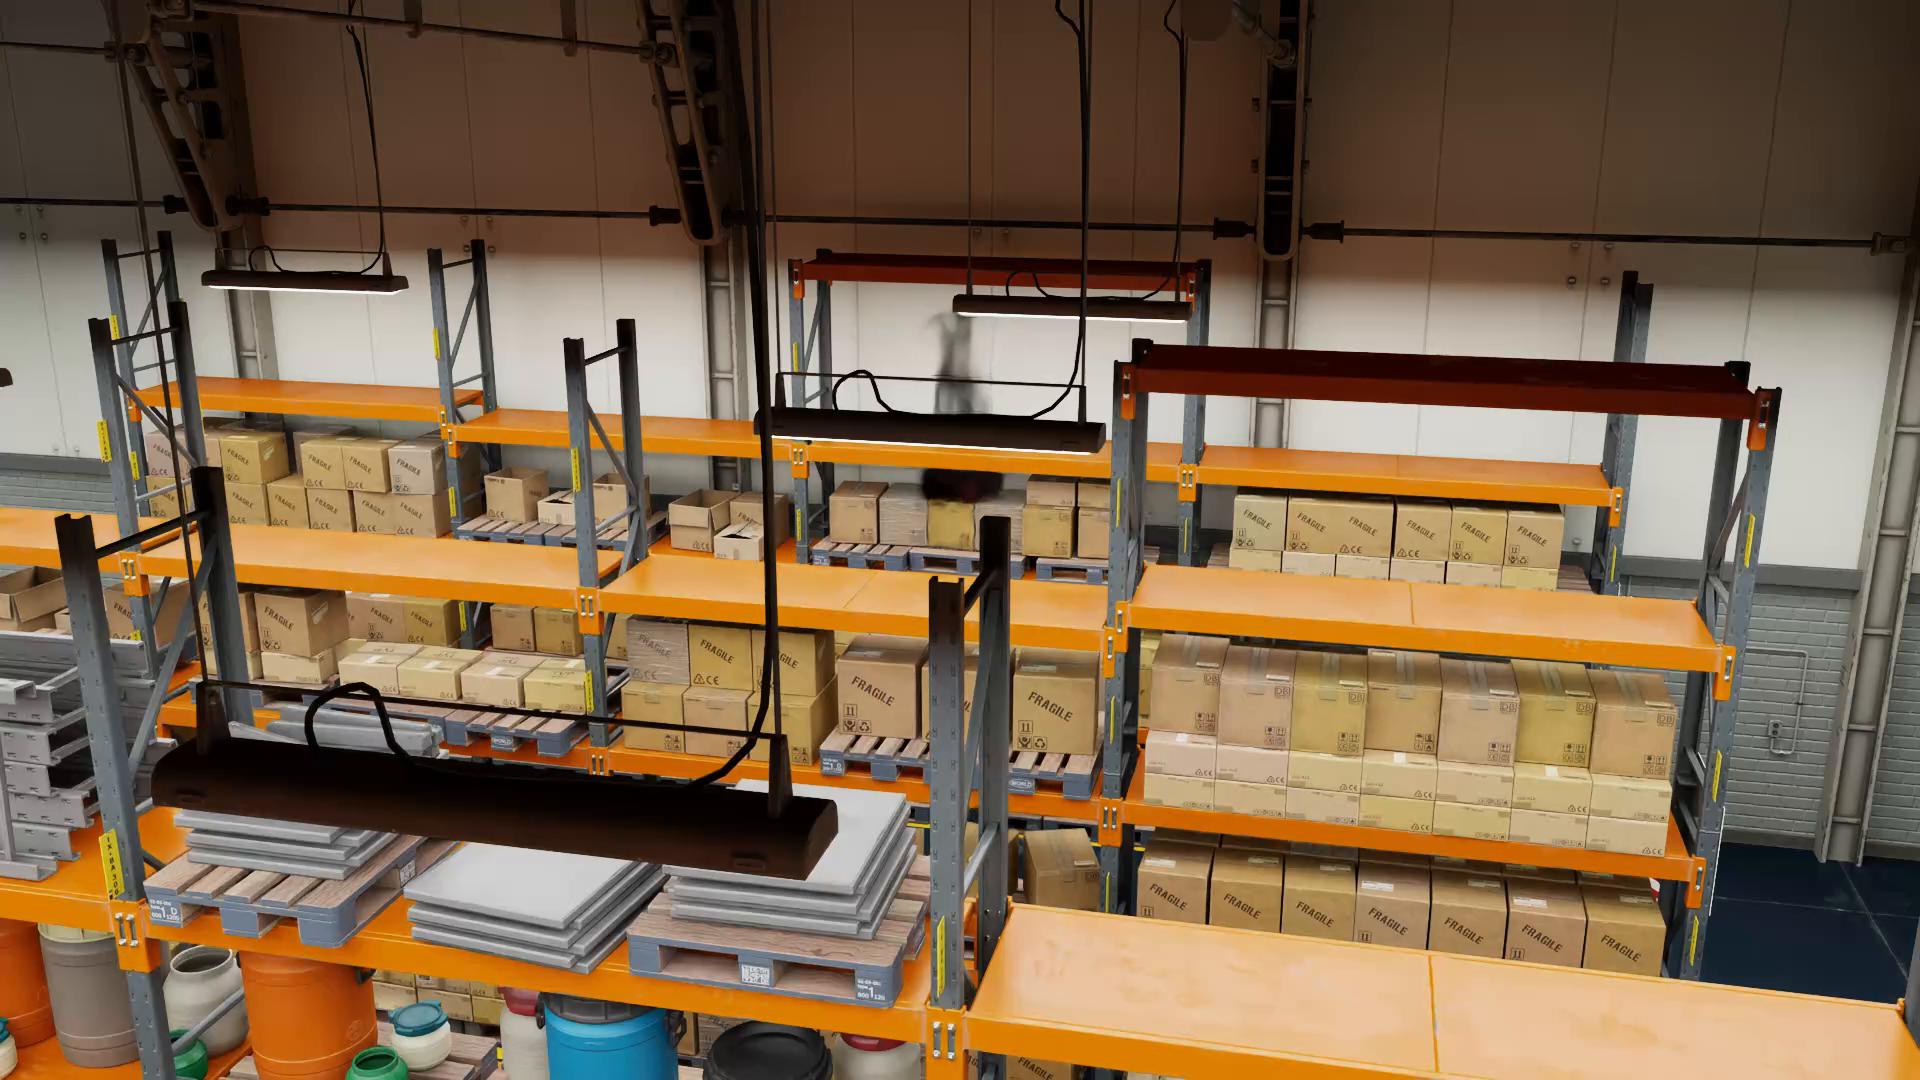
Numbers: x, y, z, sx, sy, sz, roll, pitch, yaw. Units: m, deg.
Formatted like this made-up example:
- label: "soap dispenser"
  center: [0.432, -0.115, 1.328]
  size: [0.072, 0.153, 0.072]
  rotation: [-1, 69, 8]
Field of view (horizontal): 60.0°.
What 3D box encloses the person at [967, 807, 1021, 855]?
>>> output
- label: "person"
  center: [0.226, 2.438, 15.934]
  size: [0.725, 1.751, 0.714]
  rotation: [1, 16, 5]
